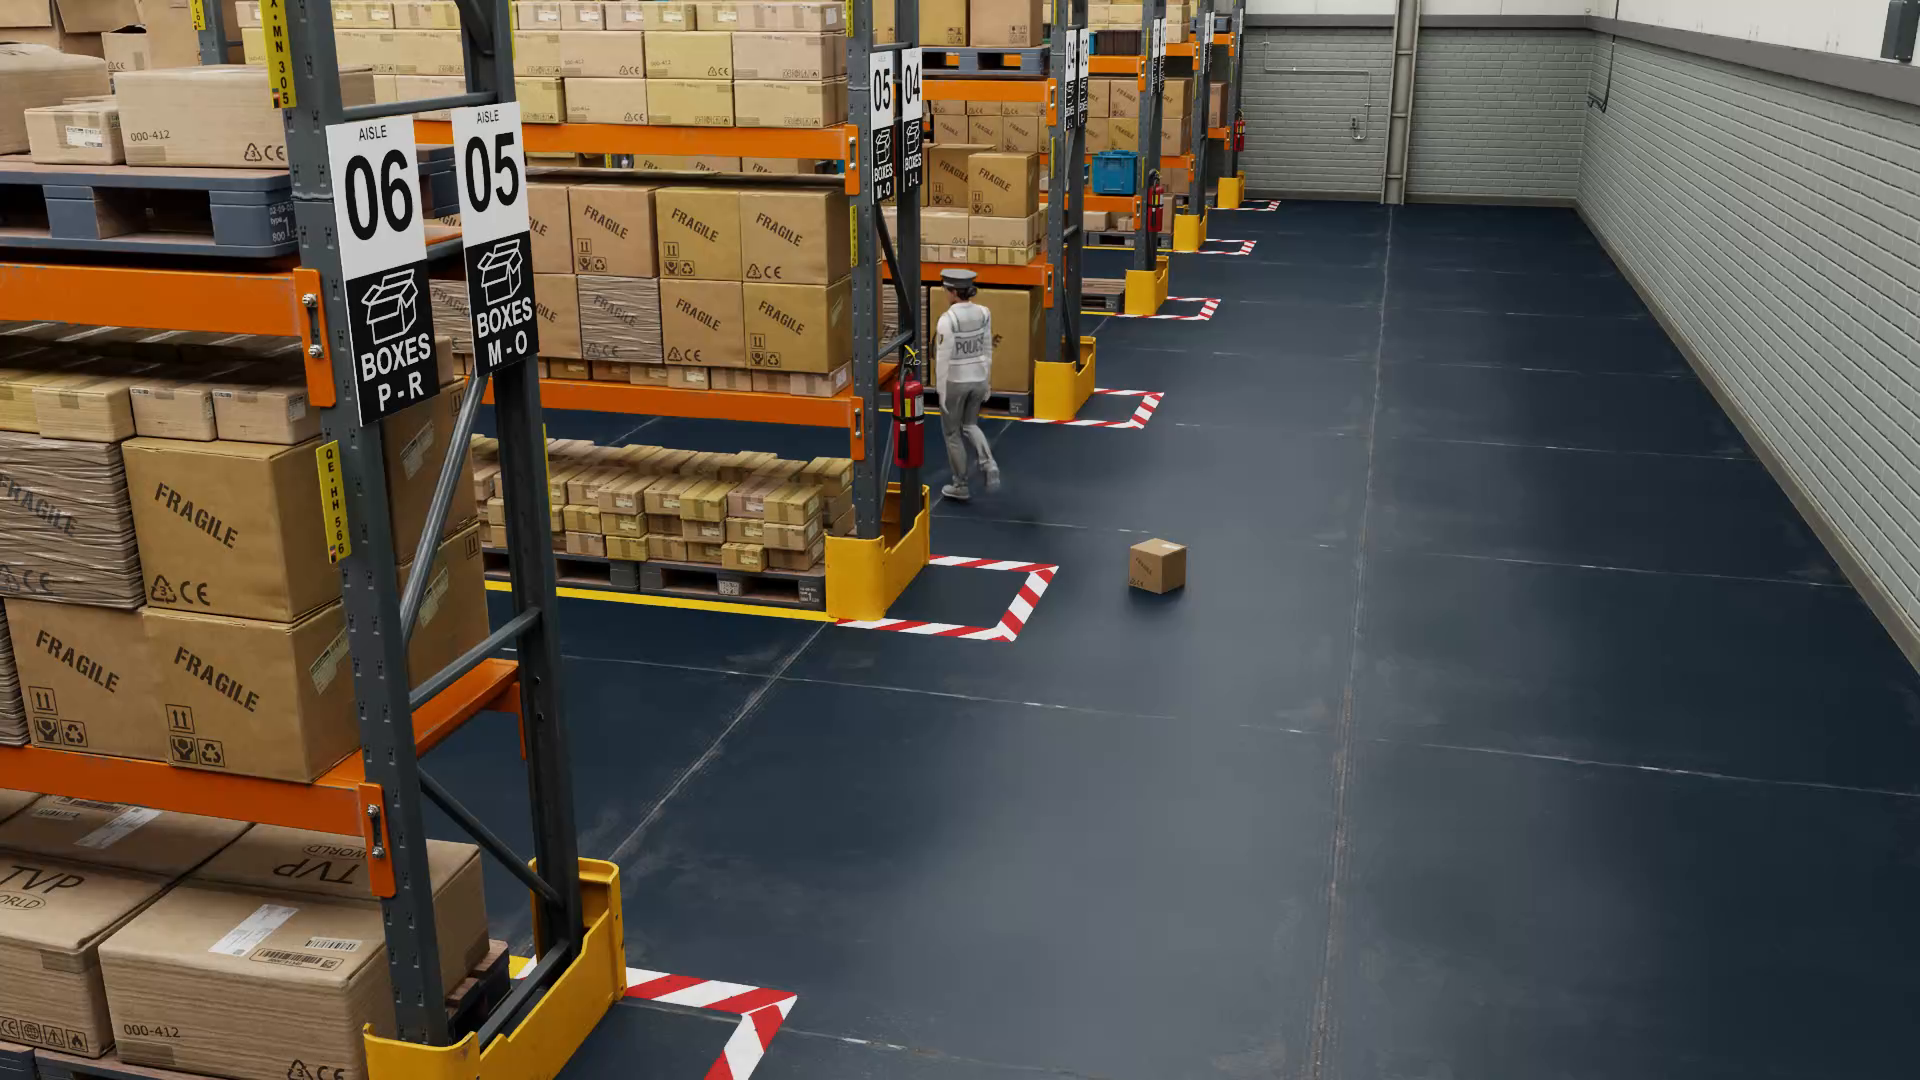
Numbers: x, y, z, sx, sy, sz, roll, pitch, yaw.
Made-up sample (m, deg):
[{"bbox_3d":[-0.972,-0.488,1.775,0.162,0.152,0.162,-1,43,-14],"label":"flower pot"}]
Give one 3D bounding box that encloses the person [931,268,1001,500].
[{"bbox_3d":[0.039,-1.080,11.724,0.504,1.658,0.482,-13,23,-35],"label":"person"}]
